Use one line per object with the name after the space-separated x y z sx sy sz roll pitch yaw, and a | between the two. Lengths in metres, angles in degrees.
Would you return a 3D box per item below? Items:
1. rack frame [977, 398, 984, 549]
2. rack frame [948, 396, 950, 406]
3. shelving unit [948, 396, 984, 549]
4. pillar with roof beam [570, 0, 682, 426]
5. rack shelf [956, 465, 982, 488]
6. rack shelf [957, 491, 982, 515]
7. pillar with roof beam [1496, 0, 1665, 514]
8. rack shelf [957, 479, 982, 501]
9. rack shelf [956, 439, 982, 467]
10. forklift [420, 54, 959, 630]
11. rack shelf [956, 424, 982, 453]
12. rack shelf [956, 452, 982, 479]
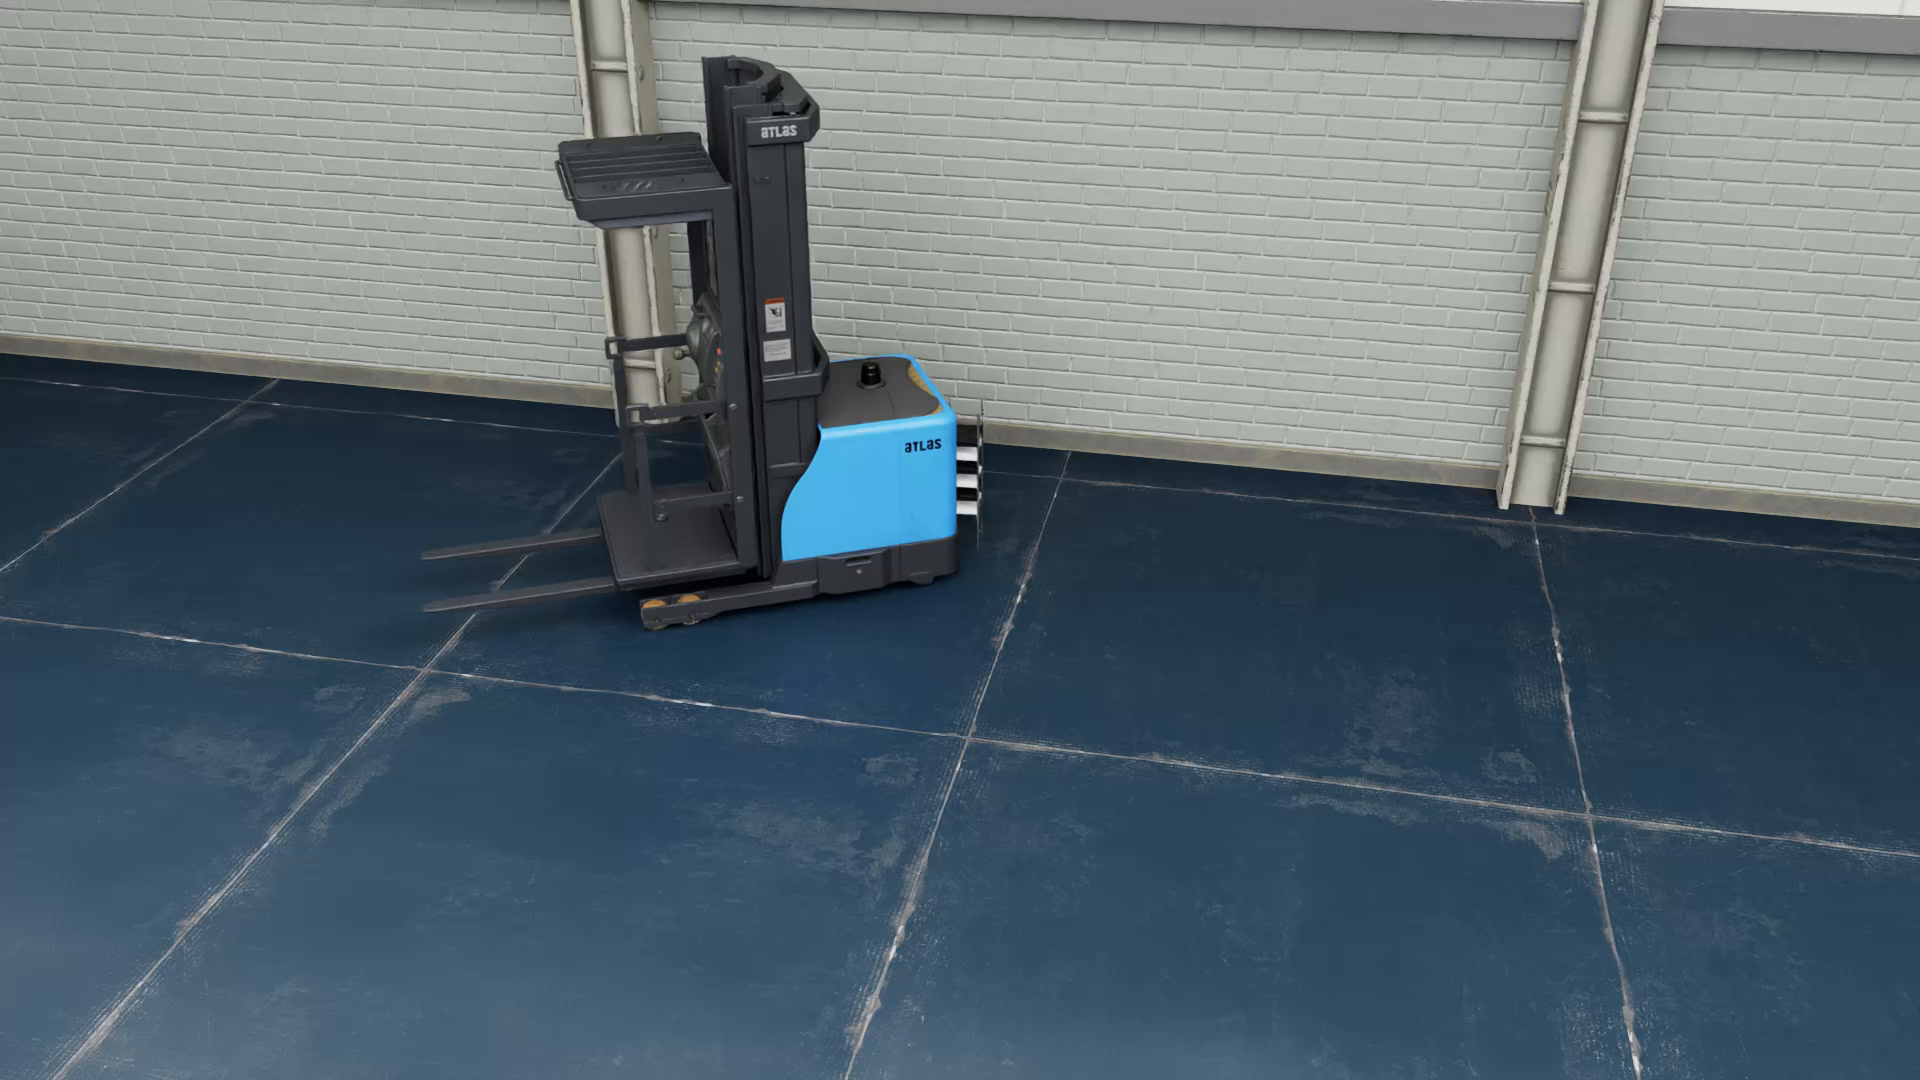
0.122 -0.397 10.038 0.006 0.900 0.240 4 29 7 | rack frame
-0.080 -0.410 10.061 0.006 0.900 0.240 4 29 7 | rack frame
0.021 -0.403 10.049 0.210 0.900 0.258 4 29 7 | shelving unit
-3.098 -2.781 5.959 0.400 9.000 9.100 6 29 11 | pillar with roof beam
0.021 -0.374 10.065 0.200 0.077 0.258 4 29 7 | rack shelf
0.021 -0.216 10.152 0.200 0.077 0.258 4 29 7 | rack shelf
2.769 -2.179 4.860 0.400 9.000 9.100 6 29 11 | pillar with roof beam
0.021 -0.295 10.109 0.200 0.077 0.258 4 29 7 | rack shelf
0.021 -0.532 9.979 0.200 0.077 0.258 4 29 7 | rack shelf
-1.582 -1.065 9.143 3.031 2.935 1.130 -8 30 -15 | forklift
0.021 -0.611 9.936 0.200 0.077 0.258 4 29 7 | rack shelf
0.021 -0.453 10.022 0.200 0.077 0.258 4 29 7 | rack shelf
